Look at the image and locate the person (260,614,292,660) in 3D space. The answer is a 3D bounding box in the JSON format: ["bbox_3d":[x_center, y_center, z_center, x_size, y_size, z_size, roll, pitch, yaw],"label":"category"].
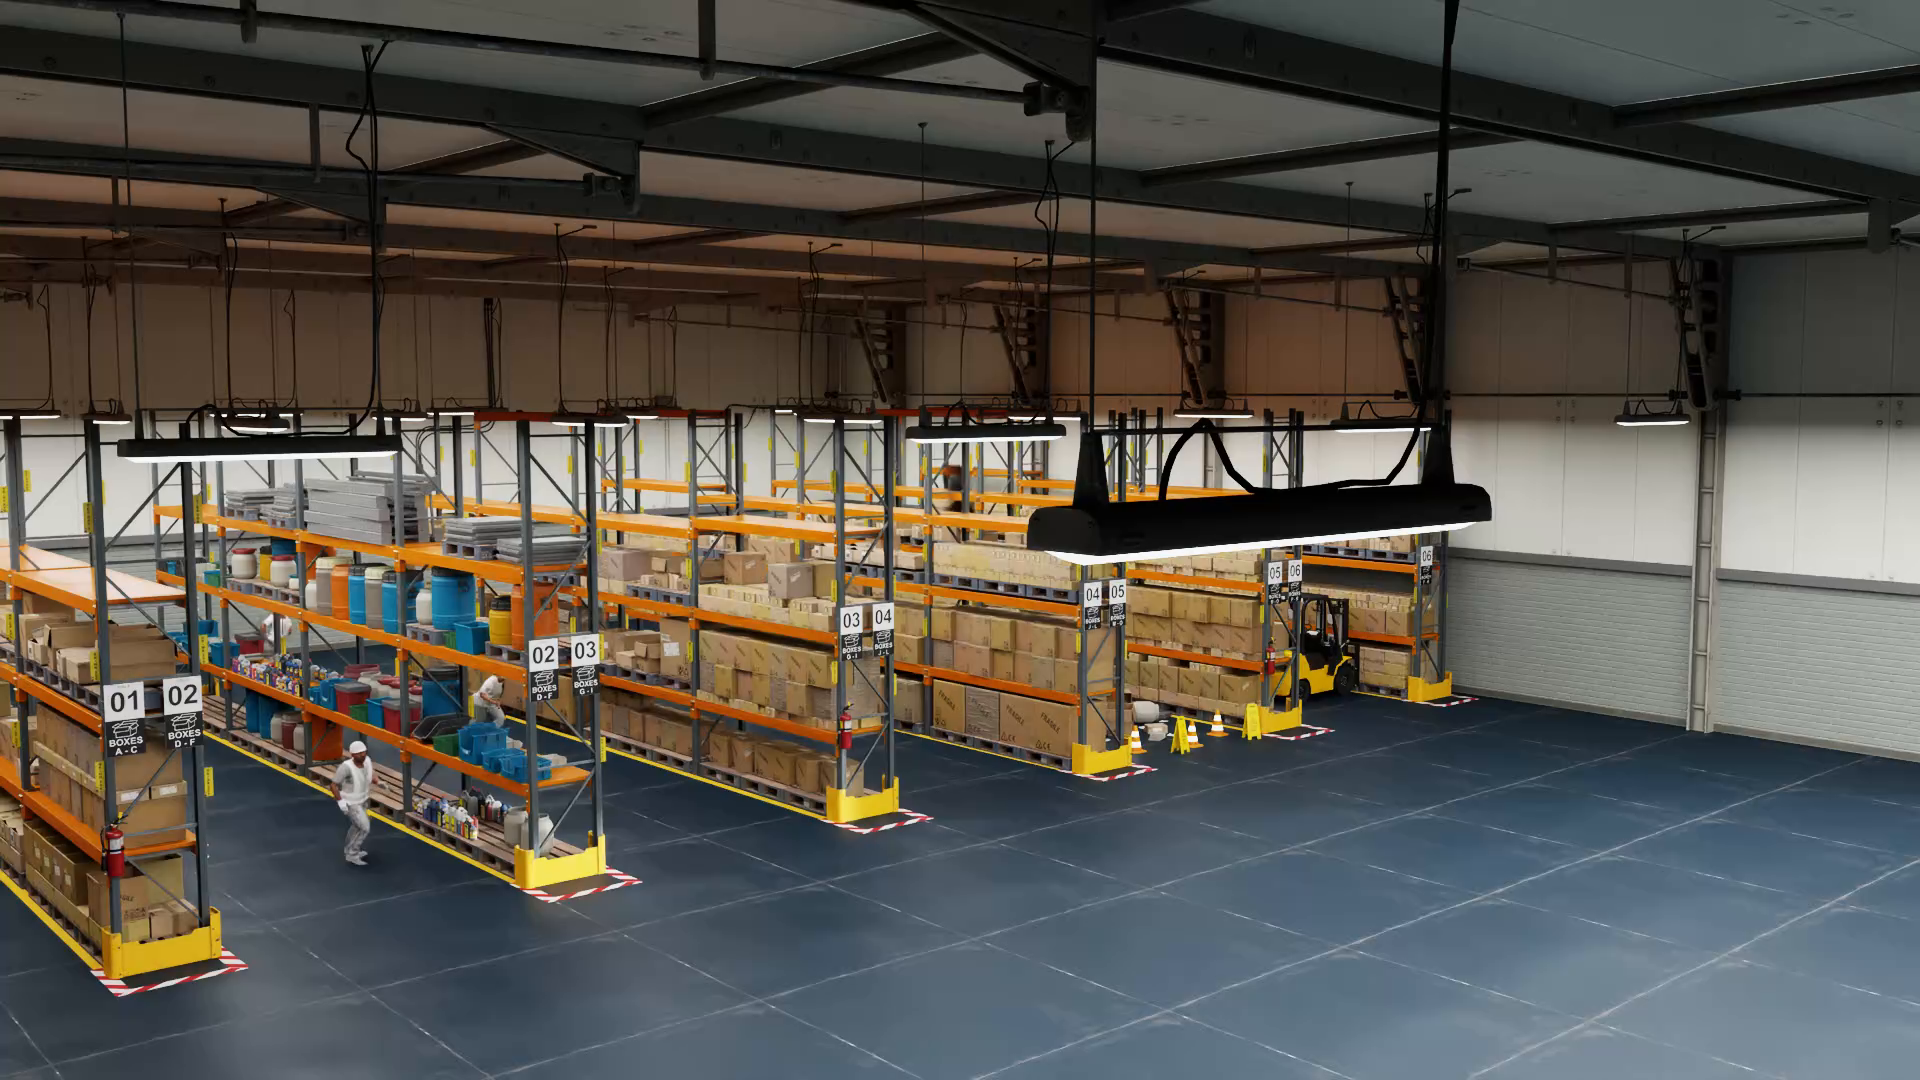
[{"bbox_3d":[-15.325,2.249,37.208,0.670,1.701,0.827,1,5,7],"label":"person"}]

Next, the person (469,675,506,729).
[{"bbox_3d":[-8.584,2.994,30.031,1.163,1.467,0.590,3,6,27],"label":"person"}]

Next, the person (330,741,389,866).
[{"bbox_3d":[-8.105,3.533,22.447,0.766,1.717,0.688,1,5,10],"label":"person"}]
